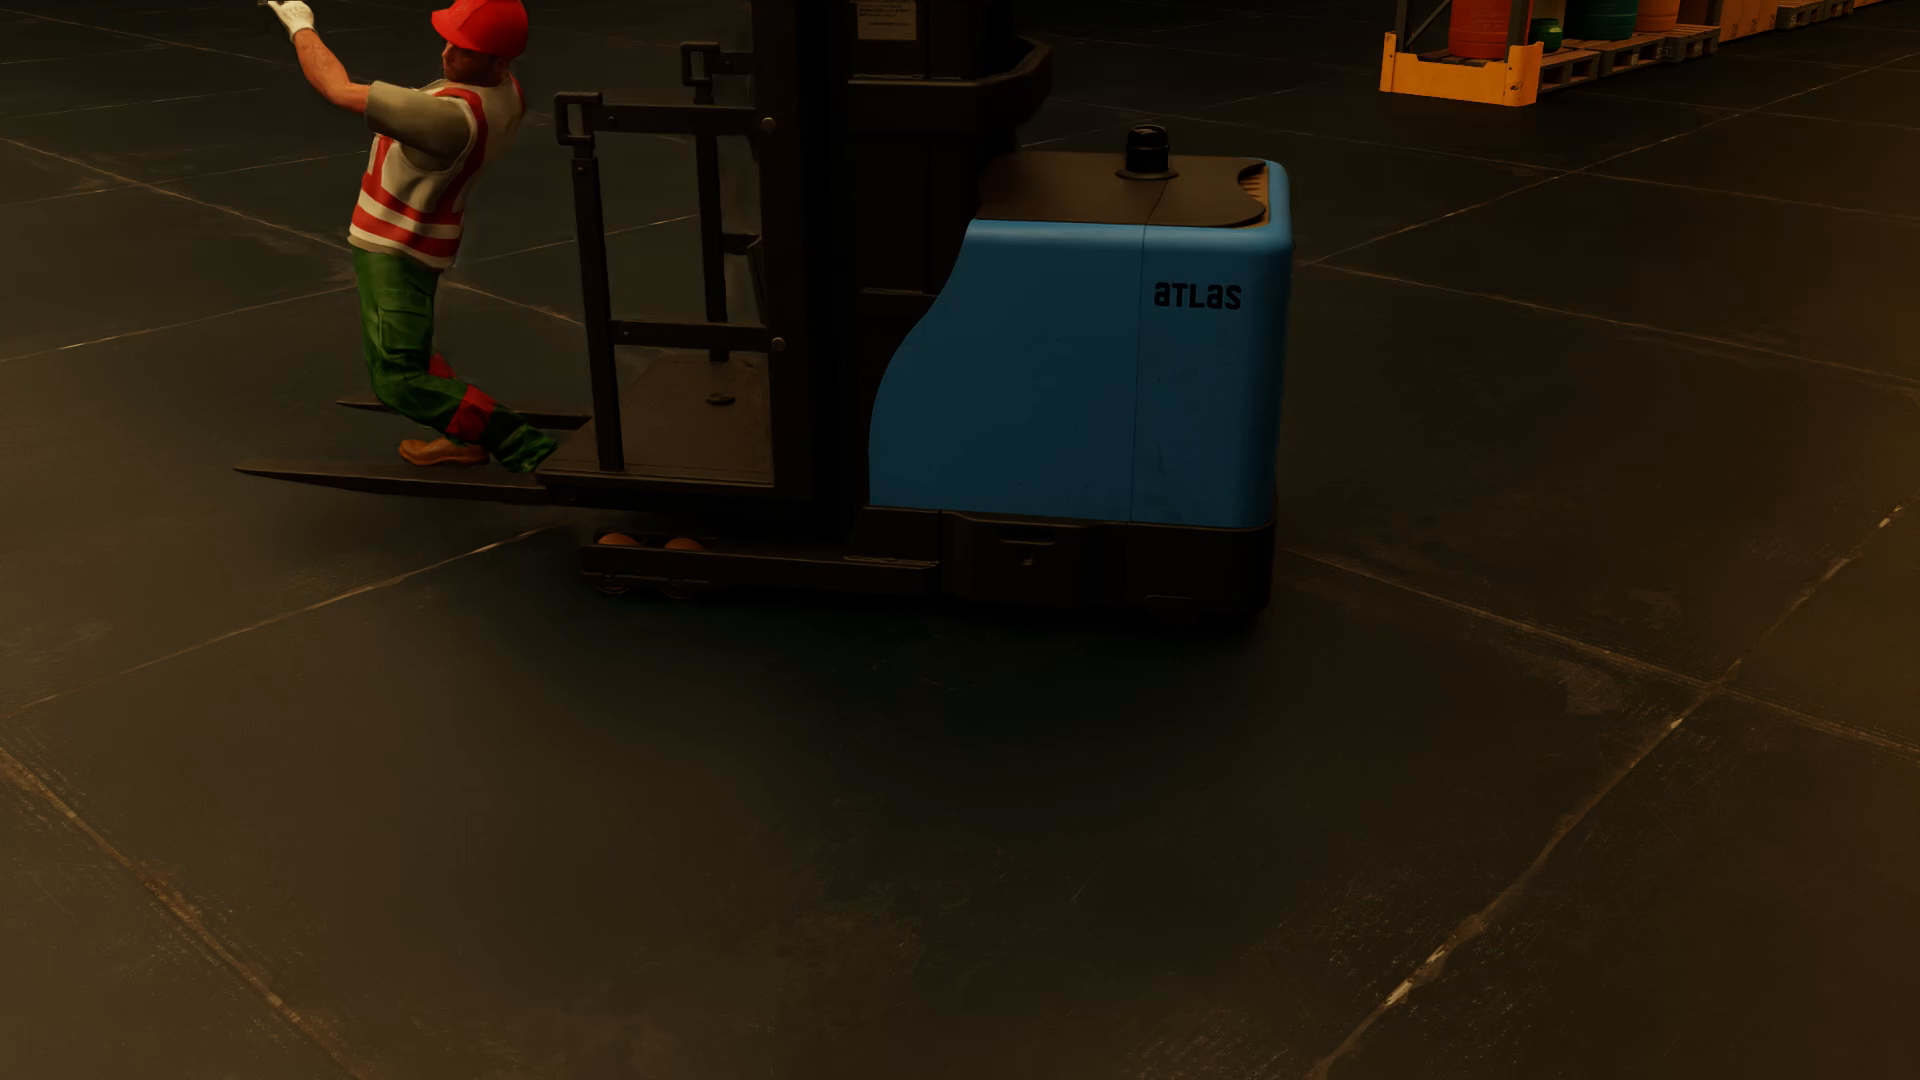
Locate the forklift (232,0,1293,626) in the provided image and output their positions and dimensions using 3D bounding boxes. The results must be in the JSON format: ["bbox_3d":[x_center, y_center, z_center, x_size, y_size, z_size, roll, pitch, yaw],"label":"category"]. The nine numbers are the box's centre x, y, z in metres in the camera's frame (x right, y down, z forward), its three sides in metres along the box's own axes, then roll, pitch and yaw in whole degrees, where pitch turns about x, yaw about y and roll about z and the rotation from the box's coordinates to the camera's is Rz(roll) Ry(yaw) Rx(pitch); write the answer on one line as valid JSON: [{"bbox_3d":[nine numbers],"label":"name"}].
[{"bbox_3d":[-0.602,-1.382,4.479,3.031,2.935,1.130,4,24,9],"label":"forklift"}]

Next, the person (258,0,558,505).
[{"bbox_3d":[-1.628,-0.935,5.116,0.731,1.504,1.073,-5,24,-11],"label":"person"}]
